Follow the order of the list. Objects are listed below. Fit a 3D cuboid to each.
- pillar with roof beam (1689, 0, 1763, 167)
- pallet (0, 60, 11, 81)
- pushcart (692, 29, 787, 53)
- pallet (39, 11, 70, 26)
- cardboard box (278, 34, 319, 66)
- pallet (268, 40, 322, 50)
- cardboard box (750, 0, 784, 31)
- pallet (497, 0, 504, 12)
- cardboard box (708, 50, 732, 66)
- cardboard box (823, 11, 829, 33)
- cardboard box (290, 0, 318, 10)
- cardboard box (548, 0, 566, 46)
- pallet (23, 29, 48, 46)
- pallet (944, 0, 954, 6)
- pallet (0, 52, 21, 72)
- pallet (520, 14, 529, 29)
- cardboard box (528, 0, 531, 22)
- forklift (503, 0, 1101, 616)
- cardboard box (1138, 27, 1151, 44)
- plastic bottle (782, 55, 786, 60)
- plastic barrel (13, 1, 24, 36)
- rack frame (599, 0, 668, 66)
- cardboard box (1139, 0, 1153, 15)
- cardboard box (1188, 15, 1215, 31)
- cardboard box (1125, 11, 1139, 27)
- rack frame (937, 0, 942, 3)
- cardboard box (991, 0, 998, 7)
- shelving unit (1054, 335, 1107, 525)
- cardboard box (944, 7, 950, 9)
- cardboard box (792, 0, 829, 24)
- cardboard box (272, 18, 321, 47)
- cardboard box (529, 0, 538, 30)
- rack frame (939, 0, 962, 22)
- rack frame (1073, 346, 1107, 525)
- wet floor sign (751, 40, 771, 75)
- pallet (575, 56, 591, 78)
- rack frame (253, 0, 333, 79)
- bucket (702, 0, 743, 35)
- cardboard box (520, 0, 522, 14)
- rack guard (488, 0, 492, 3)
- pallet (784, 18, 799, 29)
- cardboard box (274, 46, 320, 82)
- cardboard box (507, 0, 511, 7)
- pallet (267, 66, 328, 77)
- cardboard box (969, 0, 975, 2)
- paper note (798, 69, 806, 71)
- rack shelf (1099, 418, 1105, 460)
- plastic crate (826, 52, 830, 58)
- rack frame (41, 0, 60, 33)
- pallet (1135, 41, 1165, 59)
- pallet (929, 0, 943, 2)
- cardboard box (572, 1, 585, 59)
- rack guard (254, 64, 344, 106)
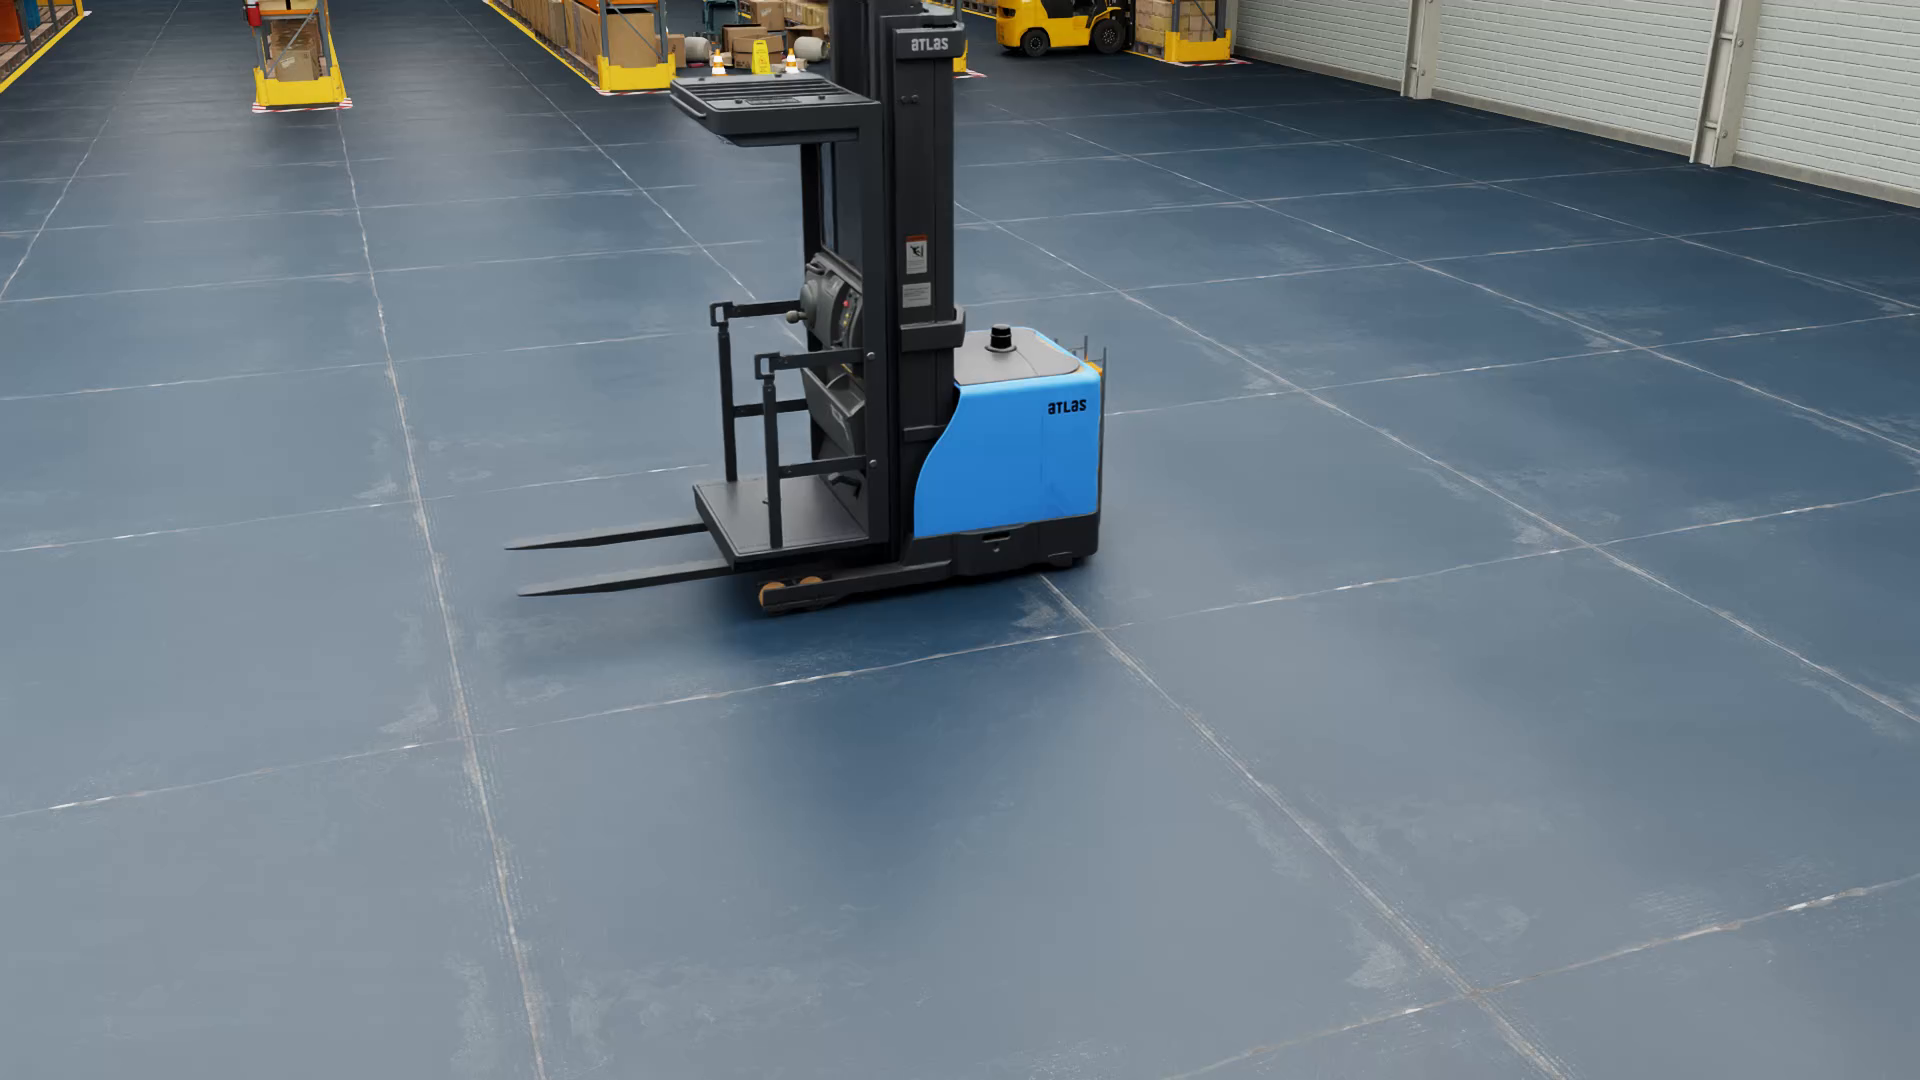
[{"bbox_3d":[4.994,-8.074,16.821,9.100,9.000,0.400,-8,24,-19],"label":"pillar with roof beam"},{"bbox_3d":[-16.089,-7.611,27.036,1.003,0.211,1.213,-8,24,-19],"label":"pallet"},{"bbox_3d":[-3.986,-9.116,30.392,1.648,0.377,0.936,-18,29,-37],"label":"pushcart"},{"bbox_3d":[-19.332,-10.944,34.943,1.003,0.211,1.213,-8,24,-19],"label":"pallet"},{"bbox_3d":[-10.535,-7.764,26.487,0.500,0.500,0.500,-11,25,-24],"label":"cardboard box"},{"bbox_3d":[-11.853,-8.737,29.708,1.003,0.211,1.213,-8,24,-19],"label":"pallet"},{"bbox_3d":[-3.525,-9.597,30.401,0.500,0.500,0.500,-8,24,-19],"label":"cardboard box"},{"bbox_3d":[-9.997,-12.244,38.029,1.003,0.211,1.213,-8,24,-19],"label":"pallet"},{"bbox_3d":[-4.135,-8.308,28.618,0.396,0.266,0.258,-4,23,-10],"label":"cardboard box"},{"bbox_3d":[-2.058,-9.828,31.548,0.950,0.372,0.625,-8,24,-18],"label":"cardboard box"},{"bbox_3d":[-9.606,-7.863,24.366,0.380,0.149,0.250,-8,24,-19],"label":"cardboard box"},{"bbox_3d":[-6.769,-9.309,29.831,1.050,0.750,0.750,-8,24,-19],"label":"cardboard box"},{"bbox_3d":[-17.933,-9.508,31.536,1.003,0.211,1.213,-8,24,-19],"label":"pallet"},{"bbox_3d":[0.268,-12.669,39.037,1.003,0.211,1.213,-8,24,-19],"label":"pallet"},{"bbox_3d":[-16.524,-8.055,28.089,1.003,0.211,1.213,-8,24,-19],"label":"pallet"},{"bbox_3d":[-8.581,-10.834,34.684,1.003,0.211,1.213,-8,24,-19],"label":"pallet"},{"bbox_3d":[-8.356,-10.638,33.304,0.500,0.500,0.500,-8,24,-19],"label":"cardboard box"},{"bbox_3d":[-0.832,-1.202,8.327,3.031,2.935,1.130,-8,24,-18],"label":"forklift"},{"bbox_3d":[3.557,-9.120,30.025,0.500,0.250,0.500,-8,24,-19],"label":"cardboard box"},{"bbox_3d":[-3.169,-8.575,29.516,0.133,0.061,0.283,-4,23,-10],"label":"plastic bottle"},{"bbox_3d":[-17.776,-9.737,31.055,0.600,0.588,0.708,-8,24,-19],"label":"plastic barrel"},{"bbox_3d":[-5.053,-8.486,25.521,1.000,3.000,0.127,-8,24,-19],"label":"rack frame"},{"bbox_3d":[3.545,-9.581,29.831,0.500,0.250,0.500,-8,24,-18],"label":"cardboard box"},{"bbox_3d":[4.213,-9.240,29.667,0.500,0.250,0.500,-8,24,-18],"label":"cardboard box"},{"bbox_3d":[3.351,-9.543,30.386,0.500,0.250,0.500,-9,24,-20],"label":"cardboard box"},{"bbox_3d":[-0.054,-14.244,39.184,1.000,3.000,0.127,-8,24,-19],"label":"rack frame"},{"bbox_3d":[1.008,-11.957,36.434,0.500,0.500,0.500,-8,24,-17],"label":"cardboard box"},{"bbox_3d":[0.660,-0.599,9.320,0.215,1.050,0.252,-8,24,-19],"label":"shelving unit"},{"bbox_3d":[-0.493,-8.813,28.332,0.500,0.500,0.500,-9,25,-21],"label":"cardboard box"},{"bbox_3d":[-2.825,-10.617,33.421,0.950,0.372,0.625,-9,24,-20],"label":"cardboard box"},{"bbox_3d":[-11.687,-8.951,29.278,0.700,0.500,0.500,-11,25,-24],"label":"cardboard box"},{"bbox_3d":[-7.748,-10.316,32.219,1.050,0.750,0.750,-9,24,-20],"label":"cardboard box"},{"bbox_3d":[-0.457,-9.202,27.220,1.000,3.000,0.127,-8,24,-19],"label":"rack frame"},{"bbox_3d":[0.704,-0.555,9.215,0.200,1.050,0.008,-8,24,-19],"label":"rack frame"},{"bbox_3d":[-3.190,-7.662,26.598,0.267,0.644,0.232,-13,26,-28],"label":"wet floor sign"},{"bbox_3d":[-5.835,-7.923,27.777,1.003,0.211,1.213,-8,24,-19],"label":"pallet"},{"bbox_3d":[-9.728,-7.842,23.994,1.000,3.000,0.127,-8,24,-19],"label":"rack frame"},{"bbox_3d":[-4.261,-9.398,29.943,0.726,0.611,0.620,0,13,-1],"label":"bucket"},{"bbox_3d":[-8.893,-11.202,34.644,0.500,0.500,0.500,-8,24,-18],"label":"cardboard box"},{"bbox_3d":[-10.678,-13.120,39.735,1.175,0.500,0.348,-8,24,-19],"label":"rack guard"},{"bbox_3d":[-3.009,-10.539,33.984,1.003,0.211,1.213,-8,24,-19],"label":"pallet"},{"bbox_3d":[-9.933,-7.113,24.942,0.500,0.500,0.500,-4,23,-9],"label":"cardboard box"},{"bbox_3d":[-9.749,-11.822,36.566,0.380,0.149,0.250,-8,24,-18],"label":"cardboard box"},{"bbox_3d":[-10.436,-7.327,26.363,1.003,0.211,1.213,-8,24,-19],"label":"pallet"},{"bbox_3d":[0.453,-12.516,37.761,0.500,0.500,0.500,-9,25,-21],"label":"cardboard box"},{"bbox_3d":[-2.654,-7.904,27.963,0.148,0.019,0.142,-18,29,-37],"label":"paper note"},{"bbox_3d":[0.660,-0.590,9.324,0.215,0.259,0.240,-8,24,-19],"label":"rack shelf"},{"bbox_3d":[-2.083,-8.627,29.615,0.402,0.080,0.583,-18,29,-37],"label":"plastic crate"},{"bbox_3d":[-18.601,-11.523,32.726,1.000,3.000,0.127,-8,24,-19],"label":"rack frame"},{"bbox_3d":[3.876,-8.871,30.026,1.003,0.211,1.213,-8,24,-19],"label":"pallet"},{"bbox_3d":[-0.296,-13.209,40.318,1.003,0.211,1.213,-8,24,-19],"label":"pallet"},{"bbox_3d":[-5.987,-8.589,27.960,0.875,0.875,0.875,-8,24,-19],"label":"cardboard box"},{"bbox_3d":[-9.755,-6.718,24.545,1.175,0.500,0.348,-8,24,-19],"label":"rack guard"}]
